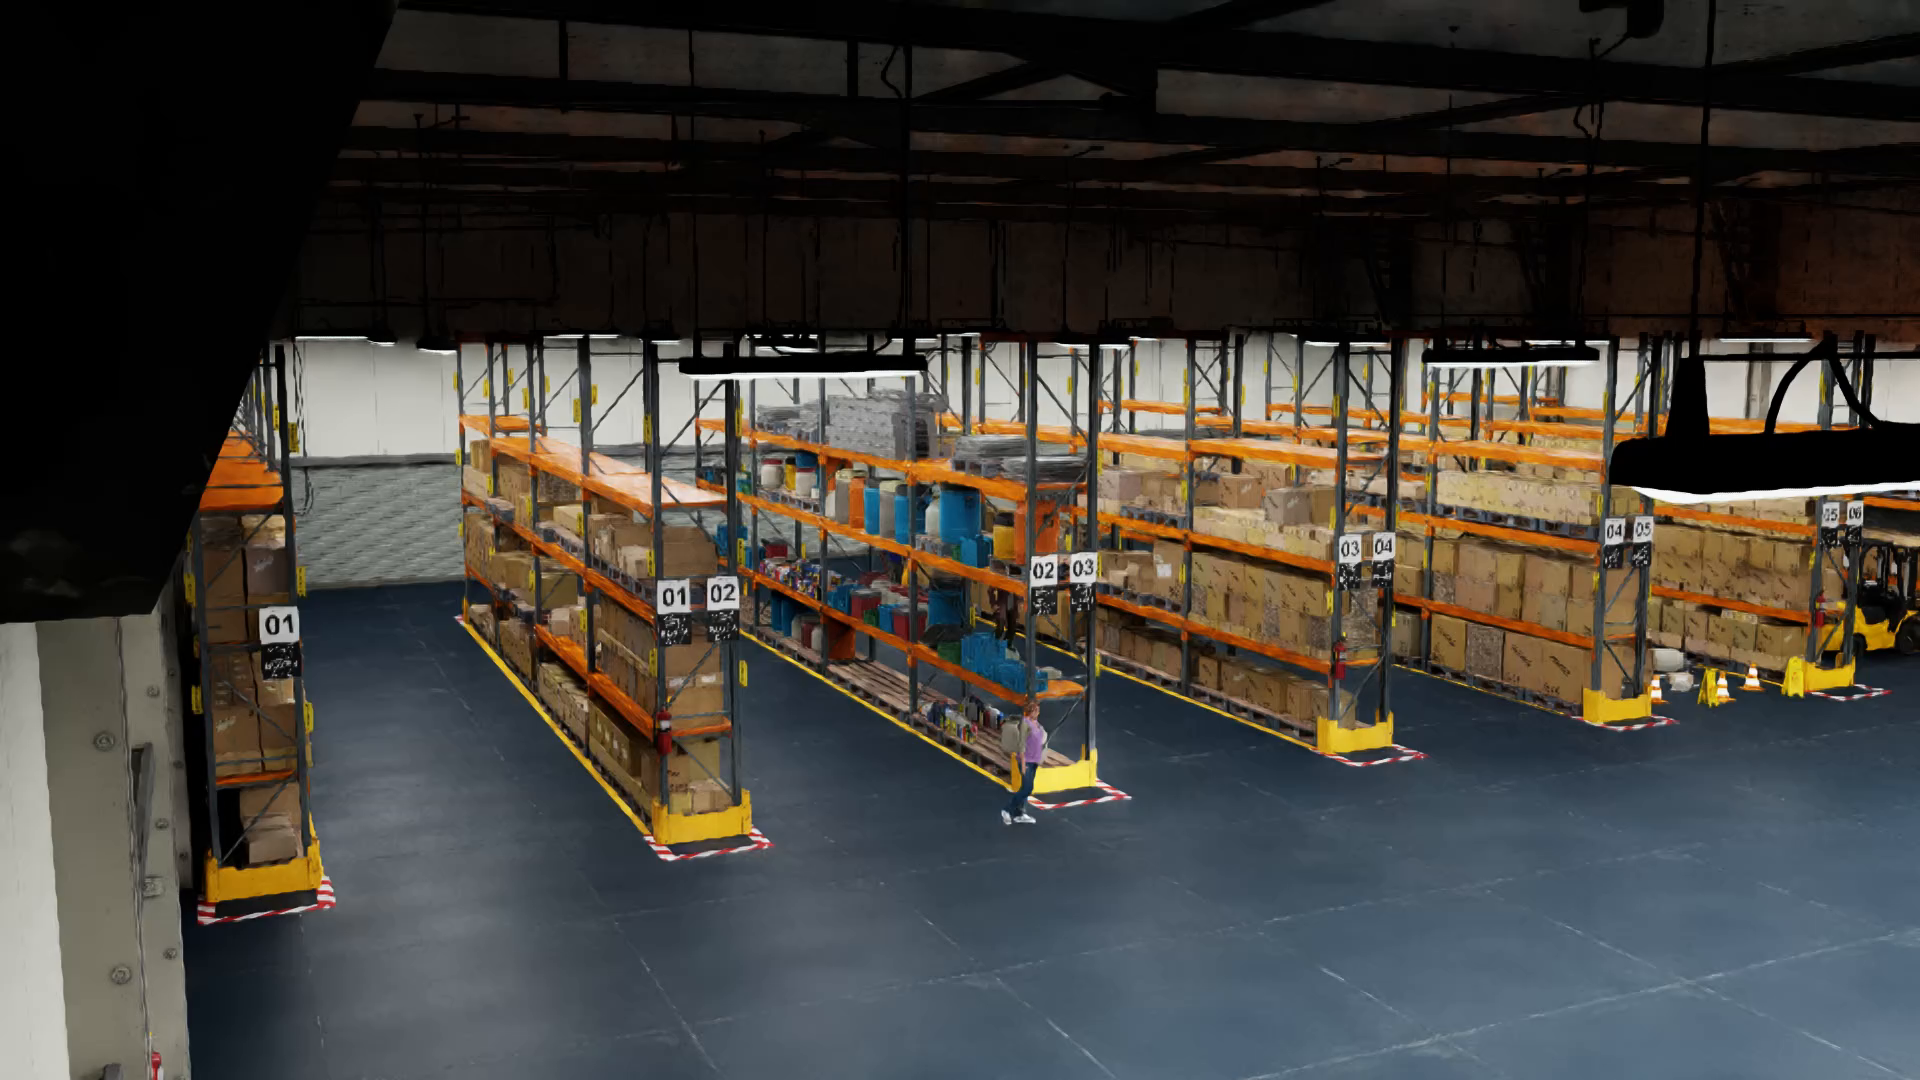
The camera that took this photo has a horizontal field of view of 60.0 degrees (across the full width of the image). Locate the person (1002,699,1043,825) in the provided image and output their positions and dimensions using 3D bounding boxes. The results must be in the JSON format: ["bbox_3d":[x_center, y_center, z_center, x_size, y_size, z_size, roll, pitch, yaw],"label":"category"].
[{"bbox_3d":[0.773,2.763,20.673,0.454,1.585,0.552,3,8,23],"label":"person"}]

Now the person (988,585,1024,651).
[{"bbox_3d":[0.858,1.251,31.406,0.729,1.732,0.541,-4,9,-26],"label":"person"}]

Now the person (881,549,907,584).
[{"bbox_3d":[-1.472,0.571,36.991,0.592,1.590,0.518,-4,9,-26],"label":"person"}]
